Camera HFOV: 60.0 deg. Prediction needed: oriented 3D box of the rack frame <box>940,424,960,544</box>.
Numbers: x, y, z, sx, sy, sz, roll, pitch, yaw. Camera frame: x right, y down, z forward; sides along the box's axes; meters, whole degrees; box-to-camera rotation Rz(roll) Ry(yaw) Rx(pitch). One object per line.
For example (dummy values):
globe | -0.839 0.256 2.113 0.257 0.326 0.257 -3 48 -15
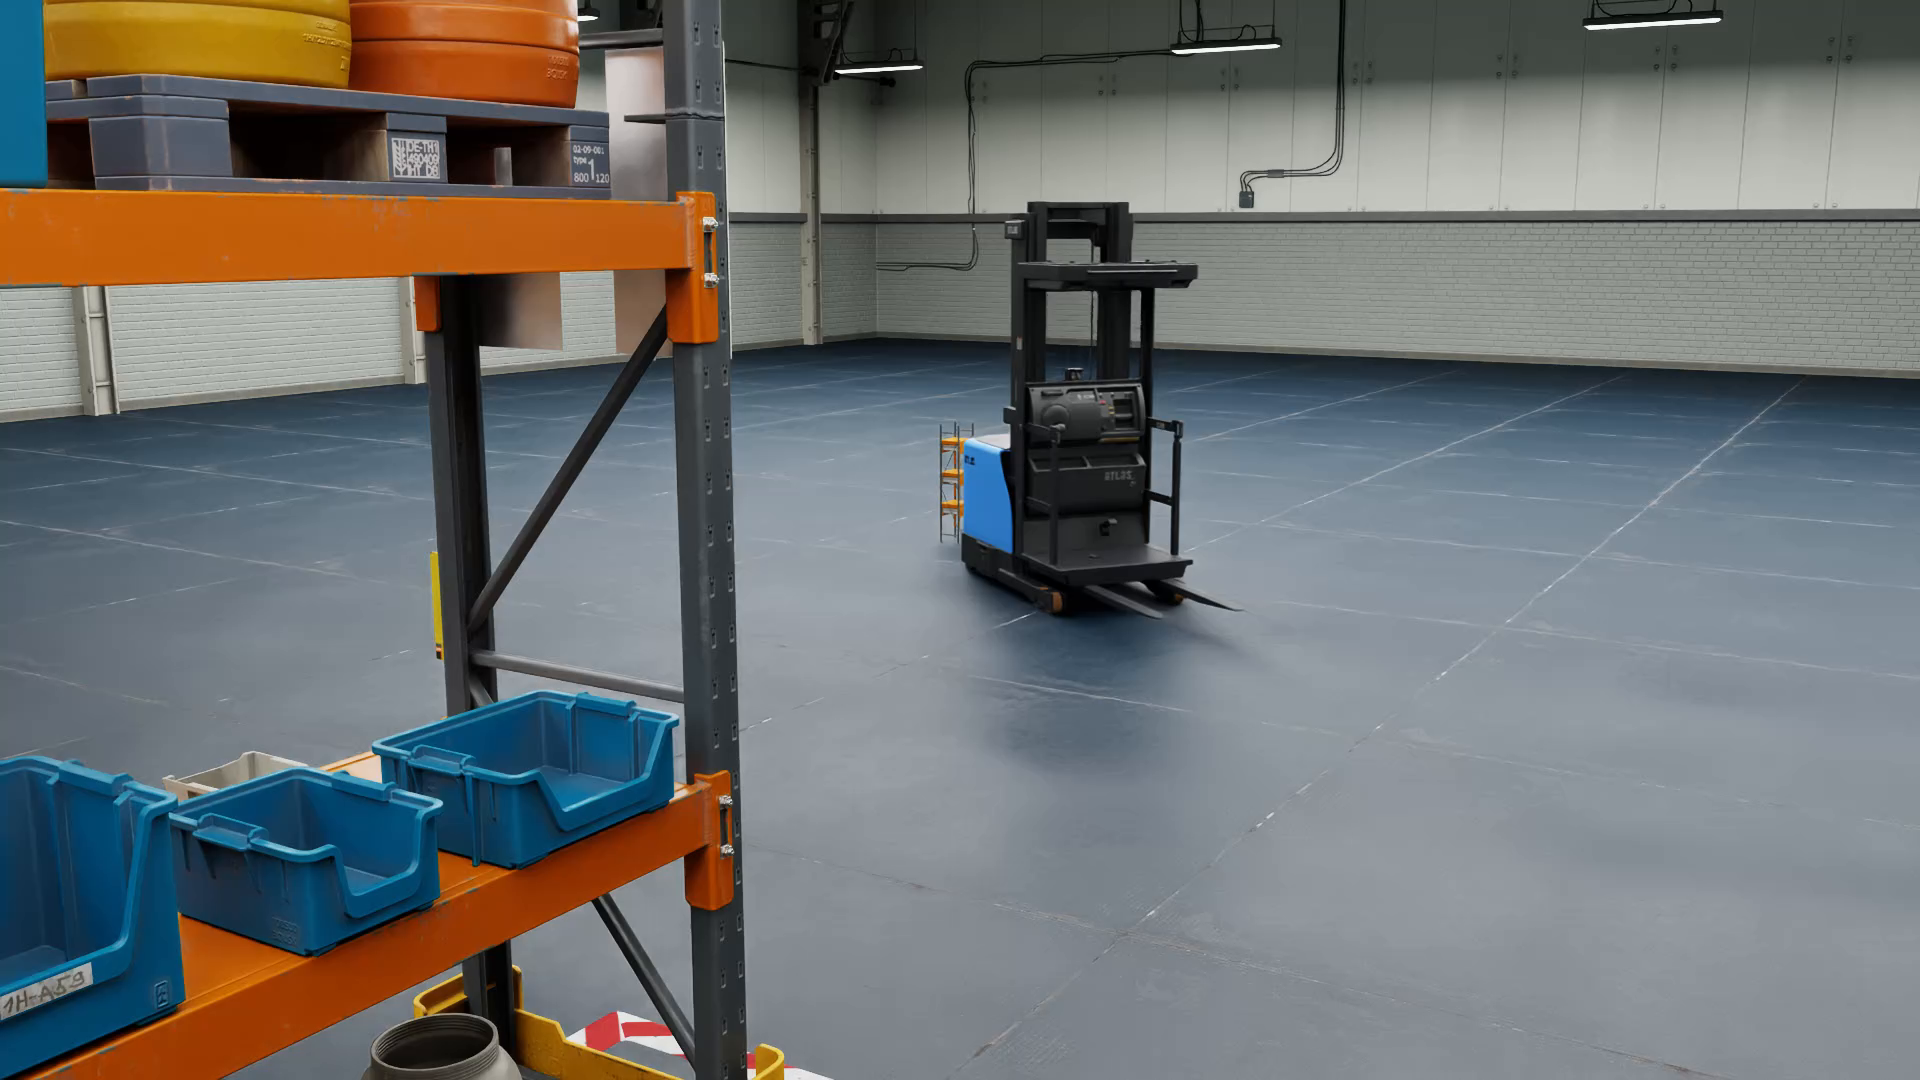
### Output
rack frame | -0.091 -0.488 14.625 0.200 1.050 0.008 6 12 31

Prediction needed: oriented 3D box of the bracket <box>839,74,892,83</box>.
bracket | -2.109 -11.229 40.613 0.076 0.066 3.189 6 12 31

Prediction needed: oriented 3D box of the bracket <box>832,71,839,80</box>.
bracket | -3.033 -10.949 39.119 0.235 0.232 0.430 6 12 31

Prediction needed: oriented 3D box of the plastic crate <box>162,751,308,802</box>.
plastic crate | -1.788 0.628 4.079 0.298 0.136 0.250 6 12 31

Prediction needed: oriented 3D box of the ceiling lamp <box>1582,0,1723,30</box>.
ceiling lamp | 10.851 -9.576 25.701 2.000 3.185 0.800 6 12 31

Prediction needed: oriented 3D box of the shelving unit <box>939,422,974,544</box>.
shelving unit | -0.028 -0.508 14.727 0.215 1.050 0.252 6 12 31

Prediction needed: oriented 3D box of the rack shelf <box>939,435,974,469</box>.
rack shelf | -0.028 -0.776 14.677 0.215 0.259 0.240 6 12 31

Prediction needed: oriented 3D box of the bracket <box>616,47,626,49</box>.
bracket | -7.917 -9.470 31.217 0.076 0.066 4.783 6 12 31

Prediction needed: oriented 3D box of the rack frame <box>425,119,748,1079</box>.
rack frame | -1.048 0.388 4.643 1.000 3.000 0.127 6 12 31

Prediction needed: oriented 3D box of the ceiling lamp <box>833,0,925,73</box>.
ceiling lamp | -1.499 -10.956 33.075 2.000 3.185 0.800 6 12 31

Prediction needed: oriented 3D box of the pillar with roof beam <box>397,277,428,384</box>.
pillar with roof beam | -6.103 -6.850 27.005 9.100 9.000 0.548 6 12 31

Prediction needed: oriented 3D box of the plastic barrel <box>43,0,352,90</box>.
plastic barrel | -1.532 -1.194 3.288 0.600 0.588 0.600 0 11 0

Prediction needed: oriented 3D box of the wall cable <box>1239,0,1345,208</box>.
wall cable | 7.213 -10.248 35.912 2.305 6.003 0.169 6 12 31

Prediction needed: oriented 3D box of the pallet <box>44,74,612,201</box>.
pallet | -1.562 -0.872 3.739 1.003 0.211 1.213 6 12 31

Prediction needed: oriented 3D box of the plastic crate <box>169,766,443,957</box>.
plastic crate | -1.395 0.670 3.541 0.499 0.251 0.408 6 12 31

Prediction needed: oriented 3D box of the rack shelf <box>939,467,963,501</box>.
rack shelf | -0.028 -0.497 14.729 0.215 0.259 0.240 6 12 31

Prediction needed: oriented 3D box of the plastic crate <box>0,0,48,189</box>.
plastic crate | -1.781 -0.749 2.612 0.392 0.384 0.575 6 12 31

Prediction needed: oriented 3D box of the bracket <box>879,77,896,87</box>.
bracket | -1.803 -11.322 41.110 0.235 0.232 0.430 6 12 31

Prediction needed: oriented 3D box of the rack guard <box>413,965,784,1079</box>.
rack guard | -1.048 1.633 4.785 1.175 0.500 0.348 6 12 31

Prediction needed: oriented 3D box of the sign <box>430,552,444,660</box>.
sign | -1.516 0.199 4.902 0.100 0.325 0.005 6 12 31

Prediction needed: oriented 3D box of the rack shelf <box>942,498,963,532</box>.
rack shelf | -0.028 -0.224 14.780 0.215 0.259 0.240 6 12 31

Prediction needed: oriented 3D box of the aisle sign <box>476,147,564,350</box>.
aisle sign | -1.261 -0.929 4.613 0.394 0.787 0.004 6 12 31

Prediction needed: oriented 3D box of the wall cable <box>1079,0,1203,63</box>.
wall cable | 4.065 -12.123 37.525 3.097 2.526 0.112 6 12 31

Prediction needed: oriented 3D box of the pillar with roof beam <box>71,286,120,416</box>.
pillar with roof beam | -9.218 -5.907 21.964 9.100 9.000 0.400 6 12 31

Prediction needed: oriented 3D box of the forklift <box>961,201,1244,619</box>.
forklift | 1.032 -0.990 12.194 1.130 2.935 3.031 -4 11 -22

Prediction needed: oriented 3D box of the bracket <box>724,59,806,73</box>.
bracket | -4.802 -10.414 36.257 0.076 0.066 4.783 6 12 31

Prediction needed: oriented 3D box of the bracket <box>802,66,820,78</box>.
bracket | -3.464 -10.819 38.421 0.235 0.232 0.430 6 12 31

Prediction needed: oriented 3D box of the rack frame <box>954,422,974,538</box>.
rack frame | 0.036 -0.527 14.830 0.200 1.050 0.008 6 12 31

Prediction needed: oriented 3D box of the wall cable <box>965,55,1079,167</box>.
wall cable | 1.420 -10.183 39.523 3.097 2.526 0.112 6 12 31

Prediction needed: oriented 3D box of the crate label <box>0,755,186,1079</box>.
crate label | -1.773 0.686 2.955 0.502 0.435 0.616 6 12 31

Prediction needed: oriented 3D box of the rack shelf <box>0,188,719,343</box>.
rack shelf | -2.087 -0.418 2.753 1.077 0.370 4.000 6 12 31

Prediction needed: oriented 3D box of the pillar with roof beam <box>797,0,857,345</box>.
pillar with roof beam | 0.127 -8.737 37.085 9.100 9.000 0.548 6 12 31

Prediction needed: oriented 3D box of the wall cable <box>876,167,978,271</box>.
wall cable | -0.892 -7.959 41.368 3.097 2.526 0.112 6 12 31

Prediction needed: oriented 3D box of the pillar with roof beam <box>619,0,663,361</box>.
pillar with roof beam | -2.988 -7.794 32.045 9.100 9.000 0.548 6 12 31

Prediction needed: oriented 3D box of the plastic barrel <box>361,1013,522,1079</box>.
plastic barrel | -1.325 1.516 4.241 0.421 0.512 0.421 0 11 0

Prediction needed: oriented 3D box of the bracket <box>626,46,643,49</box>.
bracket | -6.579 -9.875 33.381 0.235 0.232 0.430 6 12 31

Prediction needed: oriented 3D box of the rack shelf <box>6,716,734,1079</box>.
rack shelf | -2.087 1.057 3.029 1.077 0.370 4.000 6 12 31

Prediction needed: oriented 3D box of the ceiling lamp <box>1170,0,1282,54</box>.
ceiling lamp | 4.817 -10.250 29.304 2.000 3.185 0.800 6 12 31

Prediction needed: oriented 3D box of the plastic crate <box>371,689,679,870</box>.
plastic crate | -1.053 0.569 4.083 0.499 0.251 0.616 6 12 31

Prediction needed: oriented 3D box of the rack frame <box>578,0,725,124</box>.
rack frame | -1.048 -2.560 4.091 1.000 3.000 0.127 6 12 31

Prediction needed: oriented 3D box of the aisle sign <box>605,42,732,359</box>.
aisle sign | -0.757 -0.872 4.312 0.394 0.787 0.004 6 12 31

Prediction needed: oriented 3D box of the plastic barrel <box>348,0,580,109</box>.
plastic barrel | -1.192 -1.415 3.815 0.600 0.830 0.708 6 12 31

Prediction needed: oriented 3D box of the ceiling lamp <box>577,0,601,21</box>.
ceiling lamp | -6.229 -9.524 25.422 2.000 3.185 0.800 6 12 31
